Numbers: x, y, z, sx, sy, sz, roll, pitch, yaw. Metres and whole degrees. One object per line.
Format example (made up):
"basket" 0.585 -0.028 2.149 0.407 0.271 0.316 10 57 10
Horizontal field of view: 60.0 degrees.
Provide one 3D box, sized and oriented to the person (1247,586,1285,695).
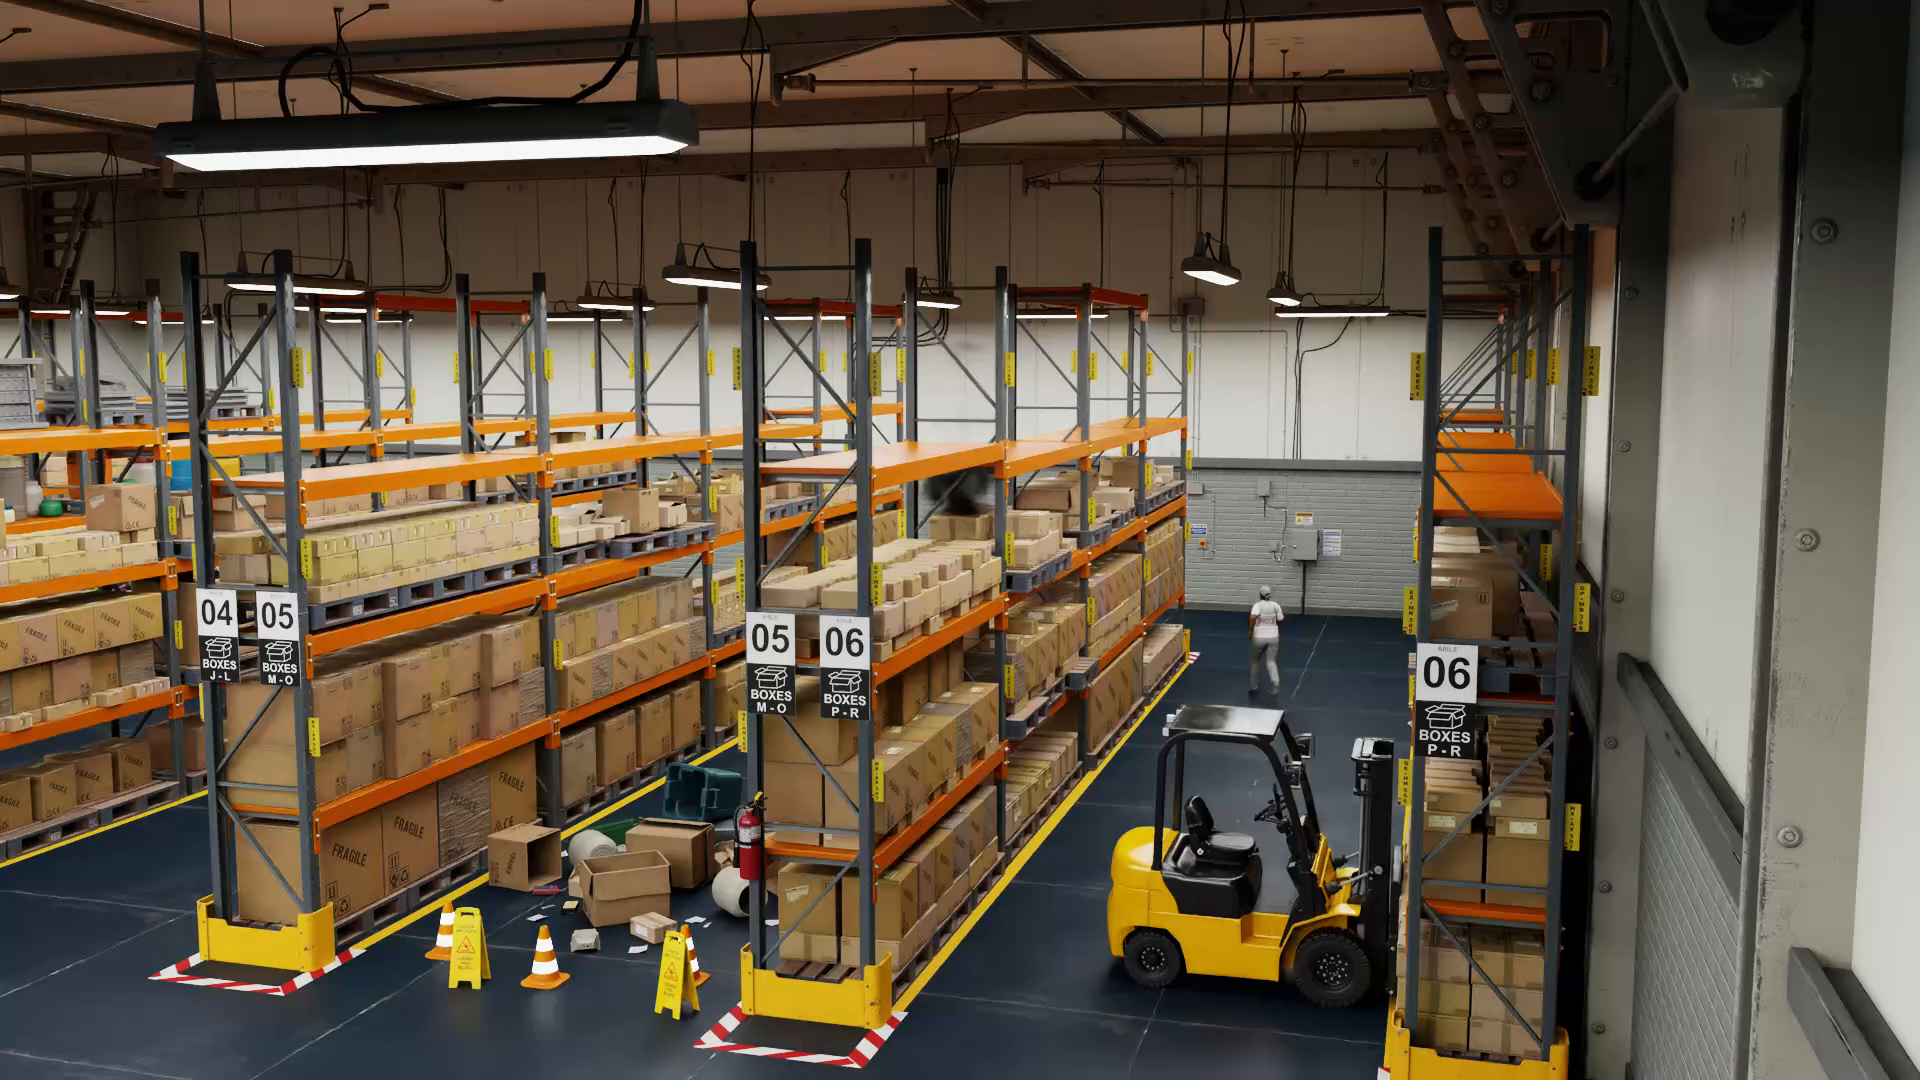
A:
"person" 4.613 1.524 25.077 0.588 1.674 0.938 -1 6 -7
